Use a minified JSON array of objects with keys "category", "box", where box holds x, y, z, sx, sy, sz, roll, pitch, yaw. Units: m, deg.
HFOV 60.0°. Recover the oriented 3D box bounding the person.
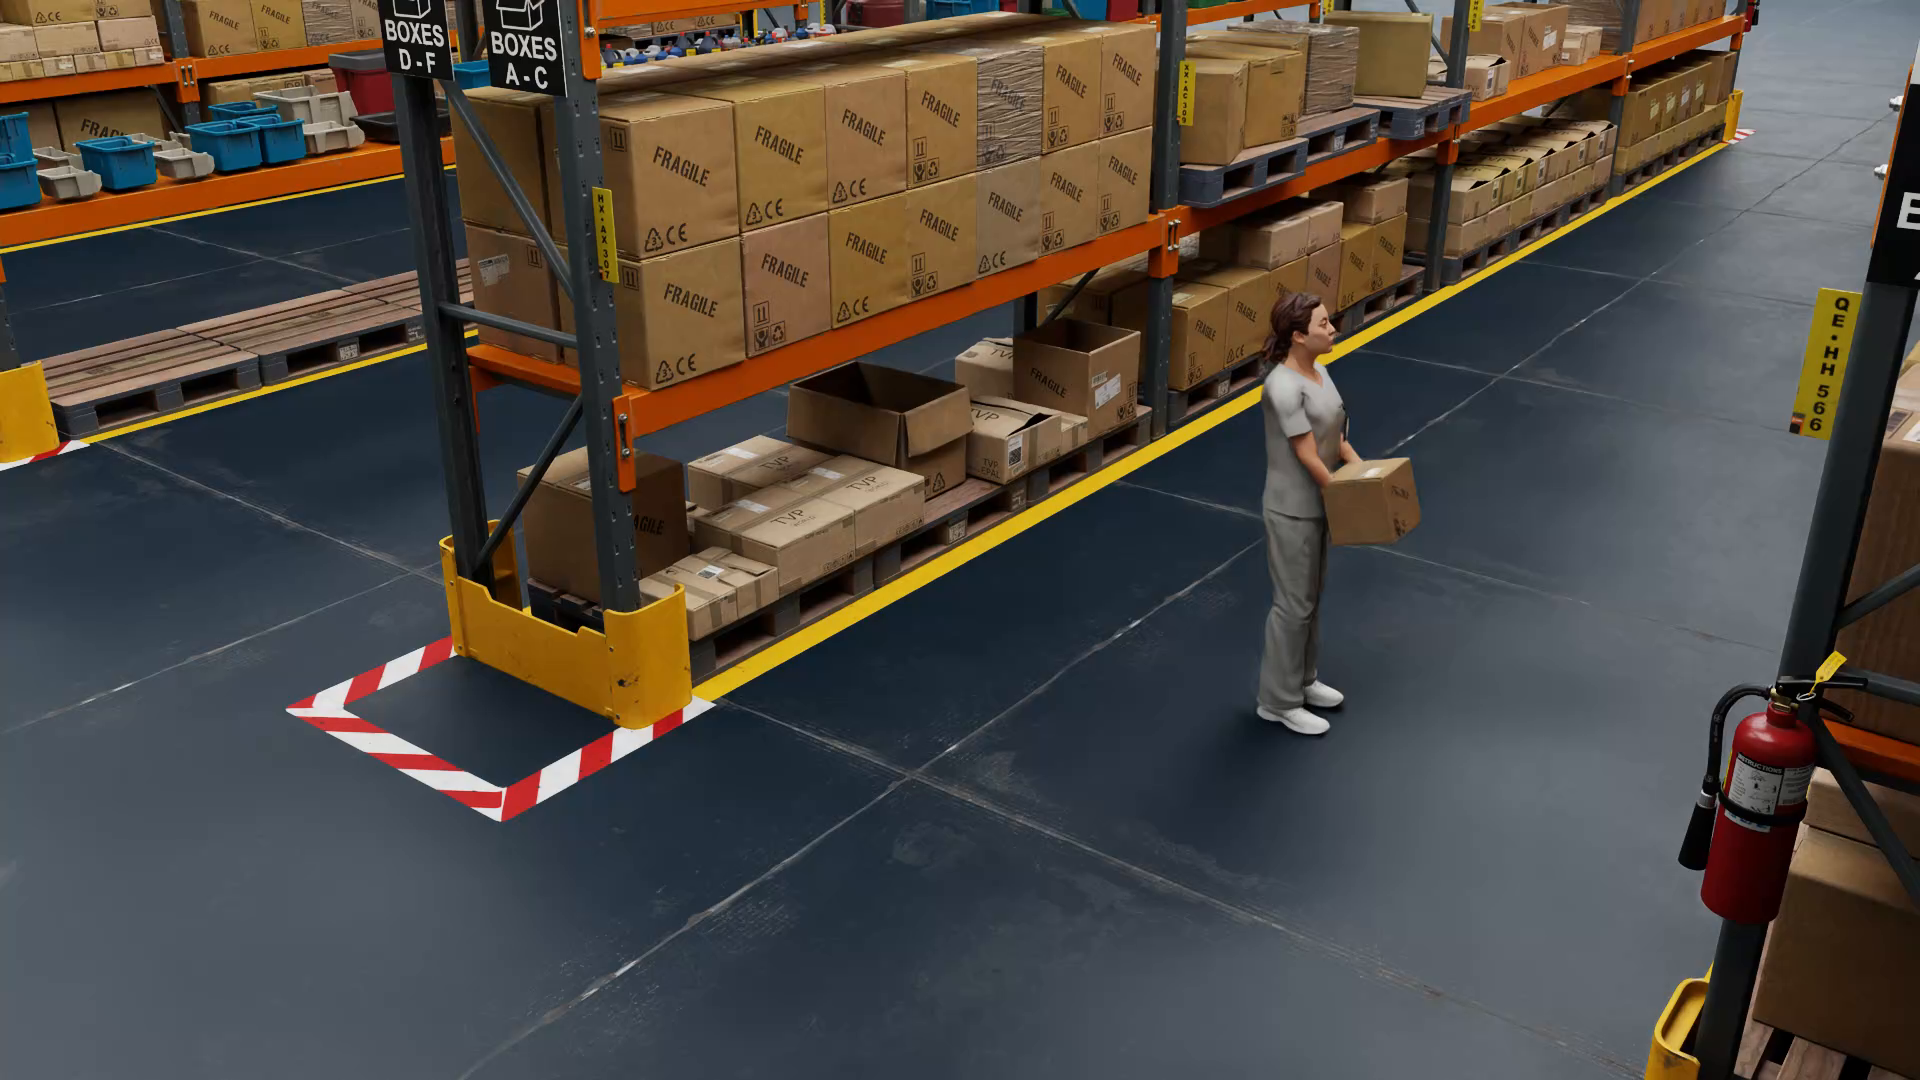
[{"category":"person","box":[1.351,-0.111,6.353,0.534,1.676,0.474,12,26,25]}]
